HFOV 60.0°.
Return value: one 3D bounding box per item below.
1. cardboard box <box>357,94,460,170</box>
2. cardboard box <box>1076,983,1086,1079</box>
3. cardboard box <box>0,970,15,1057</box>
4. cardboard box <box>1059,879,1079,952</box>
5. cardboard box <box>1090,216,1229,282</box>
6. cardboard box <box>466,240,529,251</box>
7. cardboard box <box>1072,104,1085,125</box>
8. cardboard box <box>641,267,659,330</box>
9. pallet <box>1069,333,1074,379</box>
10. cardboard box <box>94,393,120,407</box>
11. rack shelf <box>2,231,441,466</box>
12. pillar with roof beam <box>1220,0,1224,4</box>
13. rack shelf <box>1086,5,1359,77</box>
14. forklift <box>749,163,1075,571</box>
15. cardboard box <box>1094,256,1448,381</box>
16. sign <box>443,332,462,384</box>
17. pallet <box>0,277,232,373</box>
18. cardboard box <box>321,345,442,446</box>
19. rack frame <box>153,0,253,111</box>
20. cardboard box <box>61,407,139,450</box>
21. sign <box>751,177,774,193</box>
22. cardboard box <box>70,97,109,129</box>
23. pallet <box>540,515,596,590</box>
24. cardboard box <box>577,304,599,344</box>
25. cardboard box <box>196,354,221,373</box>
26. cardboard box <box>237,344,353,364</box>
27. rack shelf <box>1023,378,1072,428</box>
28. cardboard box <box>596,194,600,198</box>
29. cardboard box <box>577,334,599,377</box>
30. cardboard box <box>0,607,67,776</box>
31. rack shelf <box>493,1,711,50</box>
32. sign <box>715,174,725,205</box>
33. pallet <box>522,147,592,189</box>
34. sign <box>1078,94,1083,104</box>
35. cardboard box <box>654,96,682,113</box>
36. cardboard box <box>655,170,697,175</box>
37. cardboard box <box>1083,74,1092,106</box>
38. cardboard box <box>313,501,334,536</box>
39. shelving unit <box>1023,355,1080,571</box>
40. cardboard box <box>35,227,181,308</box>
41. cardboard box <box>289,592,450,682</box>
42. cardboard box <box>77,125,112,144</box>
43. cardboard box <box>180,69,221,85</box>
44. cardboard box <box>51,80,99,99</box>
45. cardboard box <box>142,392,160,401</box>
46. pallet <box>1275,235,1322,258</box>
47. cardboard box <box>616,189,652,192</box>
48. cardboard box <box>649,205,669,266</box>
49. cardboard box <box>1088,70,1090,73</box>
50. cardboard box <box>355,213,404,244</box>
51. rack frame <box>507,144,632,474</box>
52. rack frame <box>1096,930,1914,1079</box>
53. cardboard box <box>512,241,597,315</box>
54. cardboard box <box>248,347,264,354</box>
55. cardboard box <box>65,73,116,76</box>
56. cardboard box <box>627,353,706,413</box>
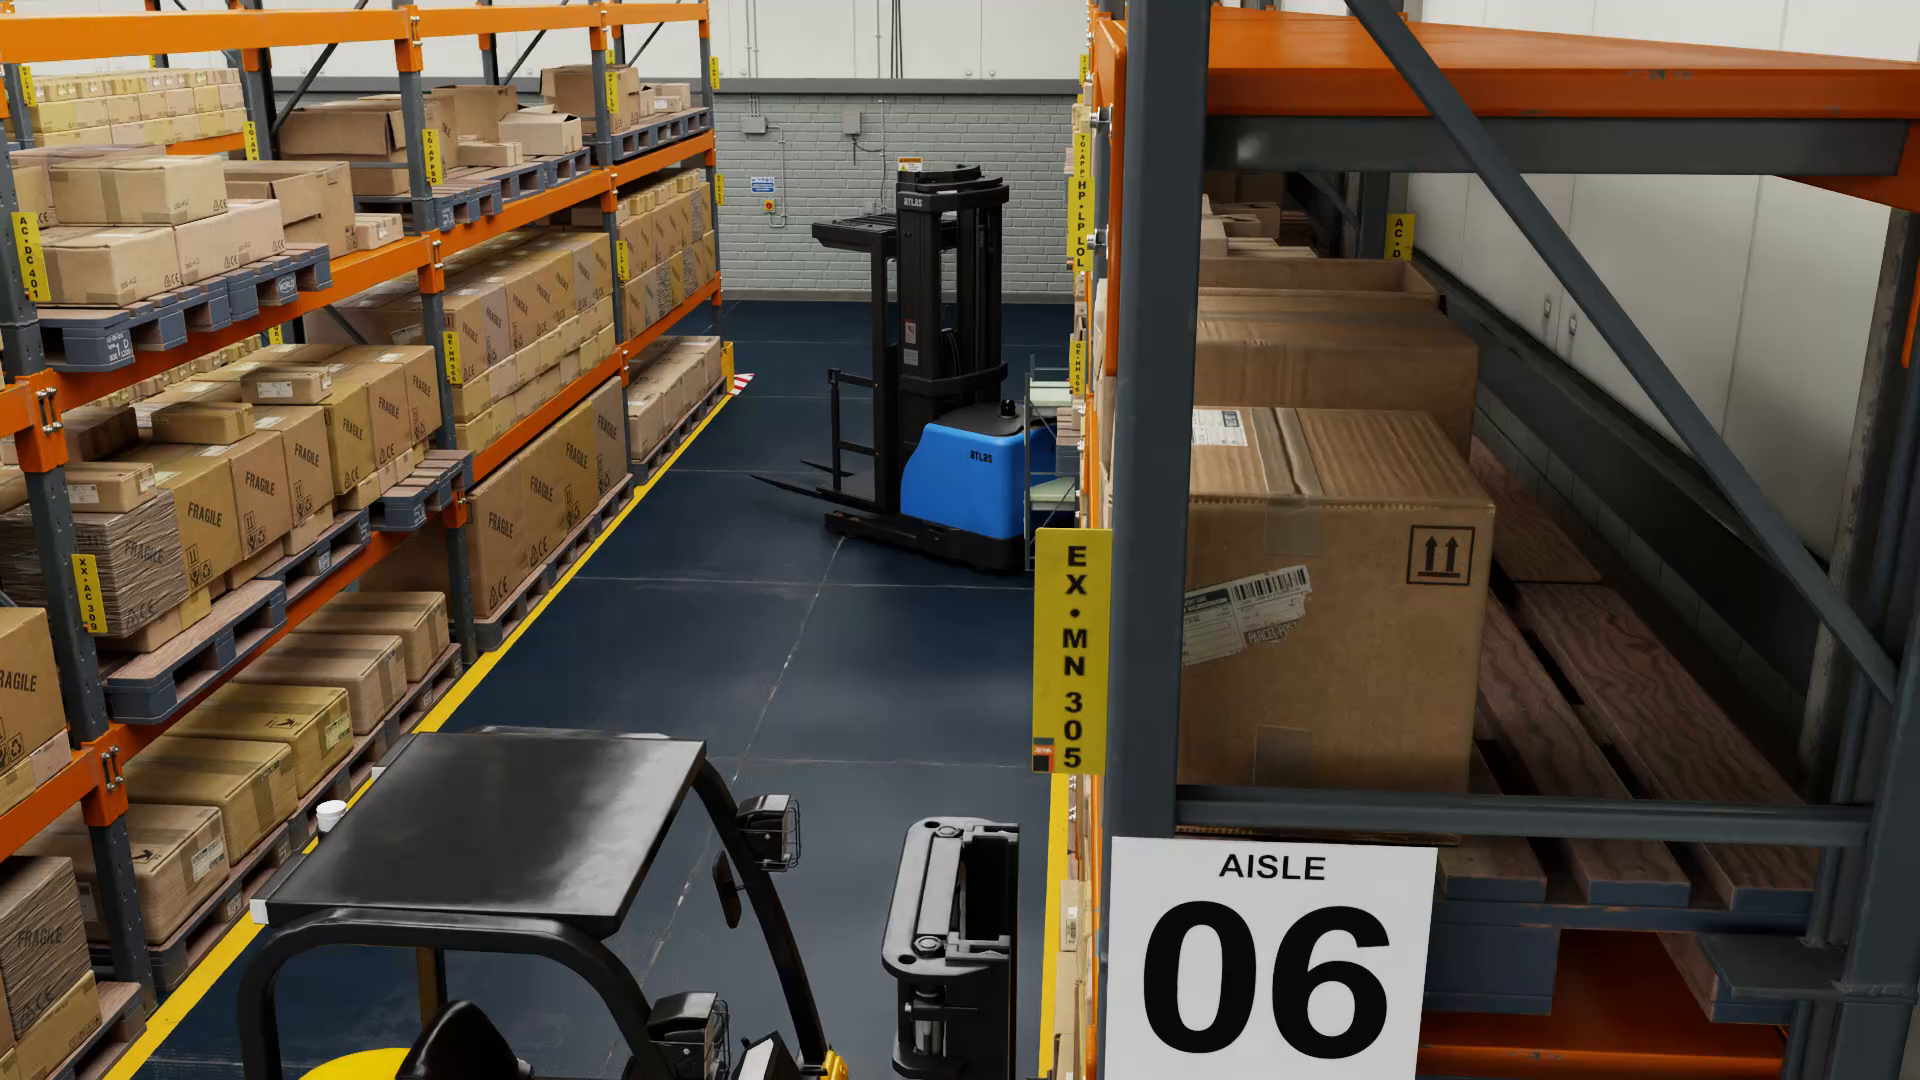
[{"bbox_3d":[-3.859,-2.854,11.664,0.500,0.500,0.500,1,18,4],"label":"cardboard box"},{"bbox_3d":[0.538,1.440,4.050,0.500,0.500,0.500,1,18,3],"label":"cardboard box"},{"bbox_3d":[-3.792,1.713,5.915,0.500,0.500,0.500,2,18,5],"label":"cardboard box"},{"bbox_3d":[0.621,1.499,6.166,0.500,0.250,0.500,1,18,3],"label":"cardboard box"},{"bbox_3d":[0.777,-1.136,6.564,0.500,0.311,0.500,1,18,2],"label":"cardboard box"},{"bbox_3d":[-3.736,-2.104,13.260,0.500,0.500,0.500,1,18,4],"label":"cardboard box"},{"bbox_3d":[1.083,-3.372,13.170,0.380,0.149,0.250,2,18,6],"label":"cardboard box"},{"bbox_3d":[-3.074,-2.214,15.201,0.500,0.500,0.500,1,18,4],"label":"cardboard box"},{"bbox_3d":[1.376,-1.424,13.259,1.003,0.211,1.213,1,18,4],"label":"pallet"},{"bbox_3d":[-8.044,-1.263,15.410,0.380,0.149,0.250,2,18,7],"label":"cardboard box"},{"bbox_3d":[-3.839,-1.090,8.271,1.077,0.370,4.000,1,18,4],"label":"rack shelf"},{"bbox_3d":[-1.373,-6.767,19.623,9.100,9.000,0.400,1,18,4],"label":"pillar with roof beam"},{"bbox_3d":[1.112,-2.216,7.532,1.077,0.370,4.000,1,18,4],"label":"rack shelf"},{"bbox_3d":[-0.473,-1.521,13.358,3.031,2.935,1.130,15,23,39],"label":"forklift"},{"bbox_3d":[0.724,-0.395,3.993,0.797,0.503,0.637,2,18,6],"label":"cardboard box"},{"bbox_3d":[-3.154,-1.131,10.326,0.100,0.325,0.005,1,18,4],"label":"sign"},{"bbox_3d":[-3.832,-0.911,6.871,1.213,0.211,1.003,1,18,4],"label":"pallet"},{"bbox_3d":[-3.451,-0.869,9.945,0.500,0.500,0.500,1,18,2],"label":"cardboard box"},{"bbox_3d":[-8.067,-6.042,17.412,1.000,3.000,0.127,1,18,4],"label":"rack frame"},{"bbox_3d":[-4.142,-0.531,7.871,0.380,0.149,0.250,1,18,2],"label":"cardboard box"},{"bbox_3d":[-2.785,-5.013,23.470,0.327,0.218,0.001,1,18,4],"label":"sign"},{"bbox_3d":[-8.040,-3.840,14.945,0.500,0.250,0.500,1,18,4],"label":"cardboard box"},{"bbox_3d":[-3.474,0.076,12.851,1.003,0.211,1.213,1,18,4],"label":"pallet"},{"bbox_3d":[-3.227,-1.739,13.350,0.500,0.250,0.500,2,18,5],"label":"cardboard box"},{"bbox_3d":[-7.865,-1.825,17.125,0.380,0.149,0.250,2,18,6],"label":"cardboard box"},{"bbox_3d":[-3.959,-0.882,9.984,0.500,0.500,0.500,1,18,2],"label":"cardboard box"},{"bbox_3d":[0.709,-0.964,12.474,0.431,0.370,0.720,1,17,5],"label":"rack shelf"},{"bbox_3d":[-3.550,-3.199,15.562,0.380,0.149,0.250,1,18,3],"label":"cardboard box"},{"bbox_3d":[-3.228,-1.496,13.412,0.500,0.250,0.500,1,18,3],"label":"cardboard box"},{"bbox_3d":[-3.767,0.569,6.230,0.500,0.500,0.500,1,18,3],"label":"cardboard box"},{"bbox_3d":[-3.266,-4.810,15.449,1.077,0.370,4.000,1,18,4],"label":"rack shelf"},{"bbox_3d":[-2.582,-3.759,17.837,0.100,0.325,0.005,1,18,4],"label":"sign"},{"bbox_3d":[-3.426,-2.919,13.004,0.805,0.209,1.217,1,18,2],"label":"pallet"},{"bbox_3d":[1.000,-3.441,13.461,0.100,0.325,0.005,1,18,4],"label":"sign"},{"bbox_3d":[-3.015,-4.392,16.760,0.380,0.149,0.250,0,18,0],"label":"cardboard box"},{"bbox_3d":[-2.943,-3.748,17.236,0.380,0.149,0.250,2,18,5],"label":"cardboard box"},{"bbox_3d":[1.172,-3.566,13.097,0.396,0.266,0.258,1,18,3],"label":"cardboard box"},{"bbox_3d":[-3.517,-0.118,8.695,0.380,0.149,0.250,1,18,2],"label":"cardboard box"},{"bbox_3d":[0.713,-0.590,12.585,0.431,1.500,0.755,1,17,5],"label":"shelving unit"},{"bbox_3d":[-3.541,-1.112,6.748,0.500,0.250,0.500,1,18,2],"label":"cardboard box"},{"bbox_3d":[-3.747,0.597,10.331,0.950,0.372,0.625,0,18,0],"label":"cardboard box"},{"bbox_3d":[-8.031,-3.597,15.007,0.500,0.250,0.500,1,18,3],"label":"cardboard box"},{"bbox_3d":[-7.892,-4.788,17.199,0.380,0.149,0.250,2,18,5],"label":"cardboard box"},{"bbox_3d":[-8.013,-4.058,14.971,0.380,0.149,0.250,1,18,2],"label":"cardboard box"},{"bbox_3d":[-8.033,-1.367,16.203,0.380,0.149,0.250,2,18,6],"label":"cardboard box"},{"bbox_3d":[1.218,-1.294,8.040,1.003,0.211,1.213,2,18,6],"label":"pallet"},{"bbox_3d":[-3.086,-3.191,15.537,0.380,0.149,0.250,1,18,4],"label":"cardboard box"},{"bbox_3d":[-3.043,-2.851,15.540,0.500,0.500,0.500,2,18,5],"label":"cardboard box"},{"bbox_3d":[1.546,-4.604,16.799,0.500,0.250,0.500,1,18,3],"label":"cardboard box"},{"bbox_3d":[-3.509,-1.831,9.781,0.380,0.149,0.250,1,18,4],"label":"cardboard box"},{"bbox_3d":[-3.409,-1.870,14.313,1.000,3.000,0.127,1,18,4],"label":"rack frame"},{"bbox_3d":[0.682,1.966,2.605,1.000,3.000,0.127,1,18,4],"label":"rack frame"},{"bbox_3d":[-3.221,-2.088,13.210,0.500,0.500,0.500,2,18,5],"label":"cardboard box"},{"bbox_3d":[-7.820,-2.007,18.159,0.380,0.149,0.250,1,18,2],"label":"cardboard box"},{"bbox_3d":[-8.491,-4.478,16.253,0.380,0.149,0.250,2,18,6],"label":"cardboard box"},{"bbox_3d":[-3.127,-1.603,16.938,0.875,0.438,0.875,2,18,5],"label":"cardboard box"}]
